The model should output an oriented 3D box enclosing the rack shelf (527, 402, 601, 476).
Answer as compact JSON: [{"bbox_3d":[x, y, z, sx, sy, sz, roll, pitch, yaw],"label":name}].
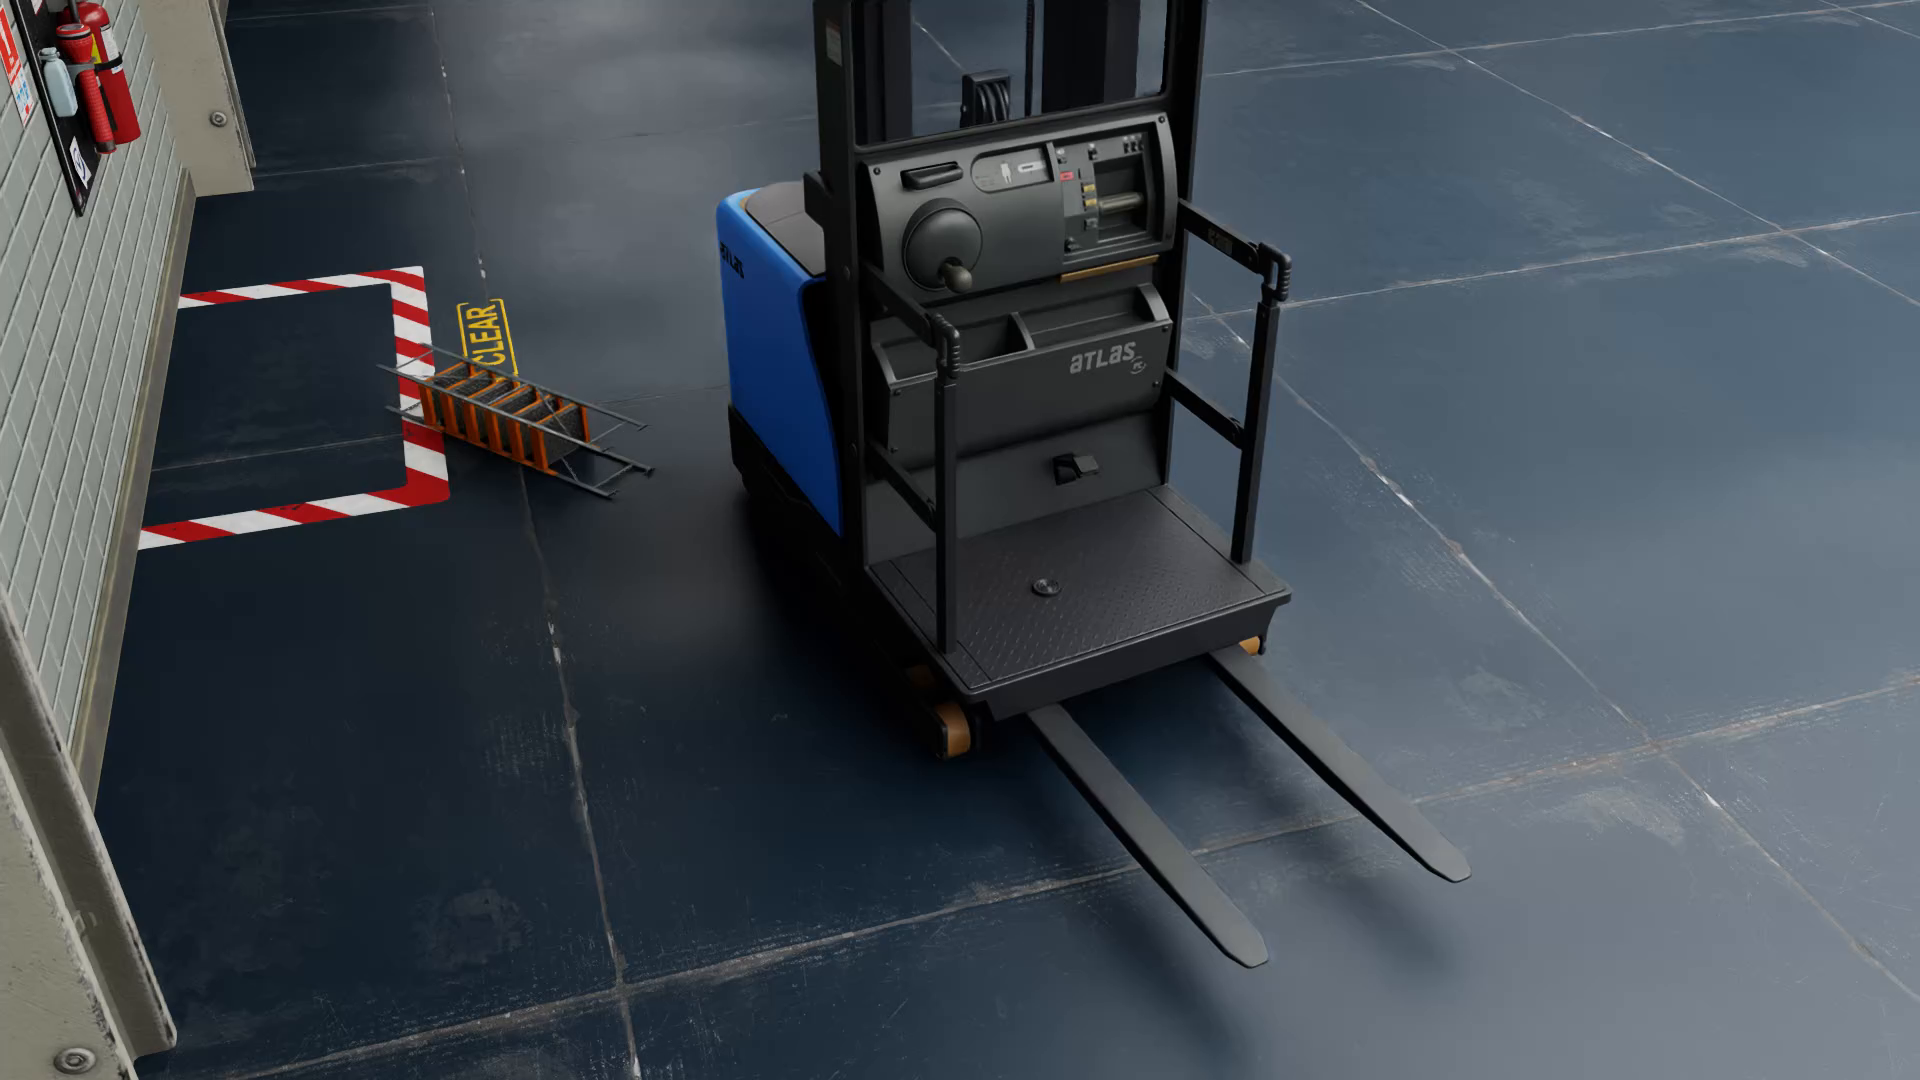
[{"bbox_3d":[-1.461,-0.381,6.145,0.103,0.180,0.258,20,38,28],"label":"rack shelf"}]

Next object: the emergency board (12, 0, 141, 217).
[{"bbox_3d":[-3.073,-1.797,5.749,0.194,1.169,0.643,-10,35,-15],"label":"emergency board"}]

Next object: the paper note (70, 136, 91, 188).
[{"bbox_3d":[-3.085,-1.325,5.834,0.016,0.148,0.142,-10,35,-15],"label":"paper note"}]

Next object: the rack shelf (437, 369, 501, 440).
[{"bbox_3d":[-1.858,-0.527,6.371,0.103,0.180,0.258,20,38,28],"label":"rack shelf"}]

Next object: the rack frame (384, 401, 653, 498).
[{"bbox_3d":[-1.696,-0.391,6.329,1.200,0.006,0.240,20,38,28],"label":"rack frame"}]

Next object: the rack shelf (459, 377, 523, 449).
[{"bbox_3d":[-1.759,-0.490,6.315,0.103,0.180,0.258,20,38,28],"label":"rack shelf"}]

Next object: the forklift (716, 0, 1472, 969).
[{"bbox_3d":[0.284,-0.874,4.414,1.130,2.935,3.031,-16,37,-22],"label":"forklift"}]

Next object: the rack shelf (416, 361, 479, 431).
[{"bbox_3d":[-1.958,-0.563,6.428,0.103,0.180,0.258,20,38,28],"label":"rack shelf"}]

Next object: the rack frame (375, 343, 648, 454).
[{"bbox_3d":[-1.697,-0.544,6.229,1.200,0.006,0.240,20,38,28],"label":"rack frame"}]

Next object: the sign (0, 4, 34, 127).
[{"bbox_3d":[-3.002,-1.505,5.274,0.001,0.329,0.234,-10,35,-15],"label":"sign"}]

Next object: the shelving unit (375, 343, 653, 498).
[{"bbox_3d":[-1.696,-0.467,6.279,1.200,0.189,0.258,20,38,28],"label":"shelving unit"}]

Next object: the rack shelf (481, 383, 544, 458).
[{"bbox_3d":[-1.660,-0.454,6.258,0.103,0.180,0.258,20,38,28],"label":"rack shelf"}]

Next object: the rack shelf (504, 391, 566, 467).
[{"bbox_3d":[-1.560,-0.417,6.202,0.103,0.180,0.258,20,38,28],"label":"rack shelf"}]

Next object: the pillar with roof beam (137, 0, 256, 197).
[{"bbox_3d":[0.309,-6.328,7.164,9.100,9.000,0.400,-10,35,-15],"label":"pillar with roof beam"}]
